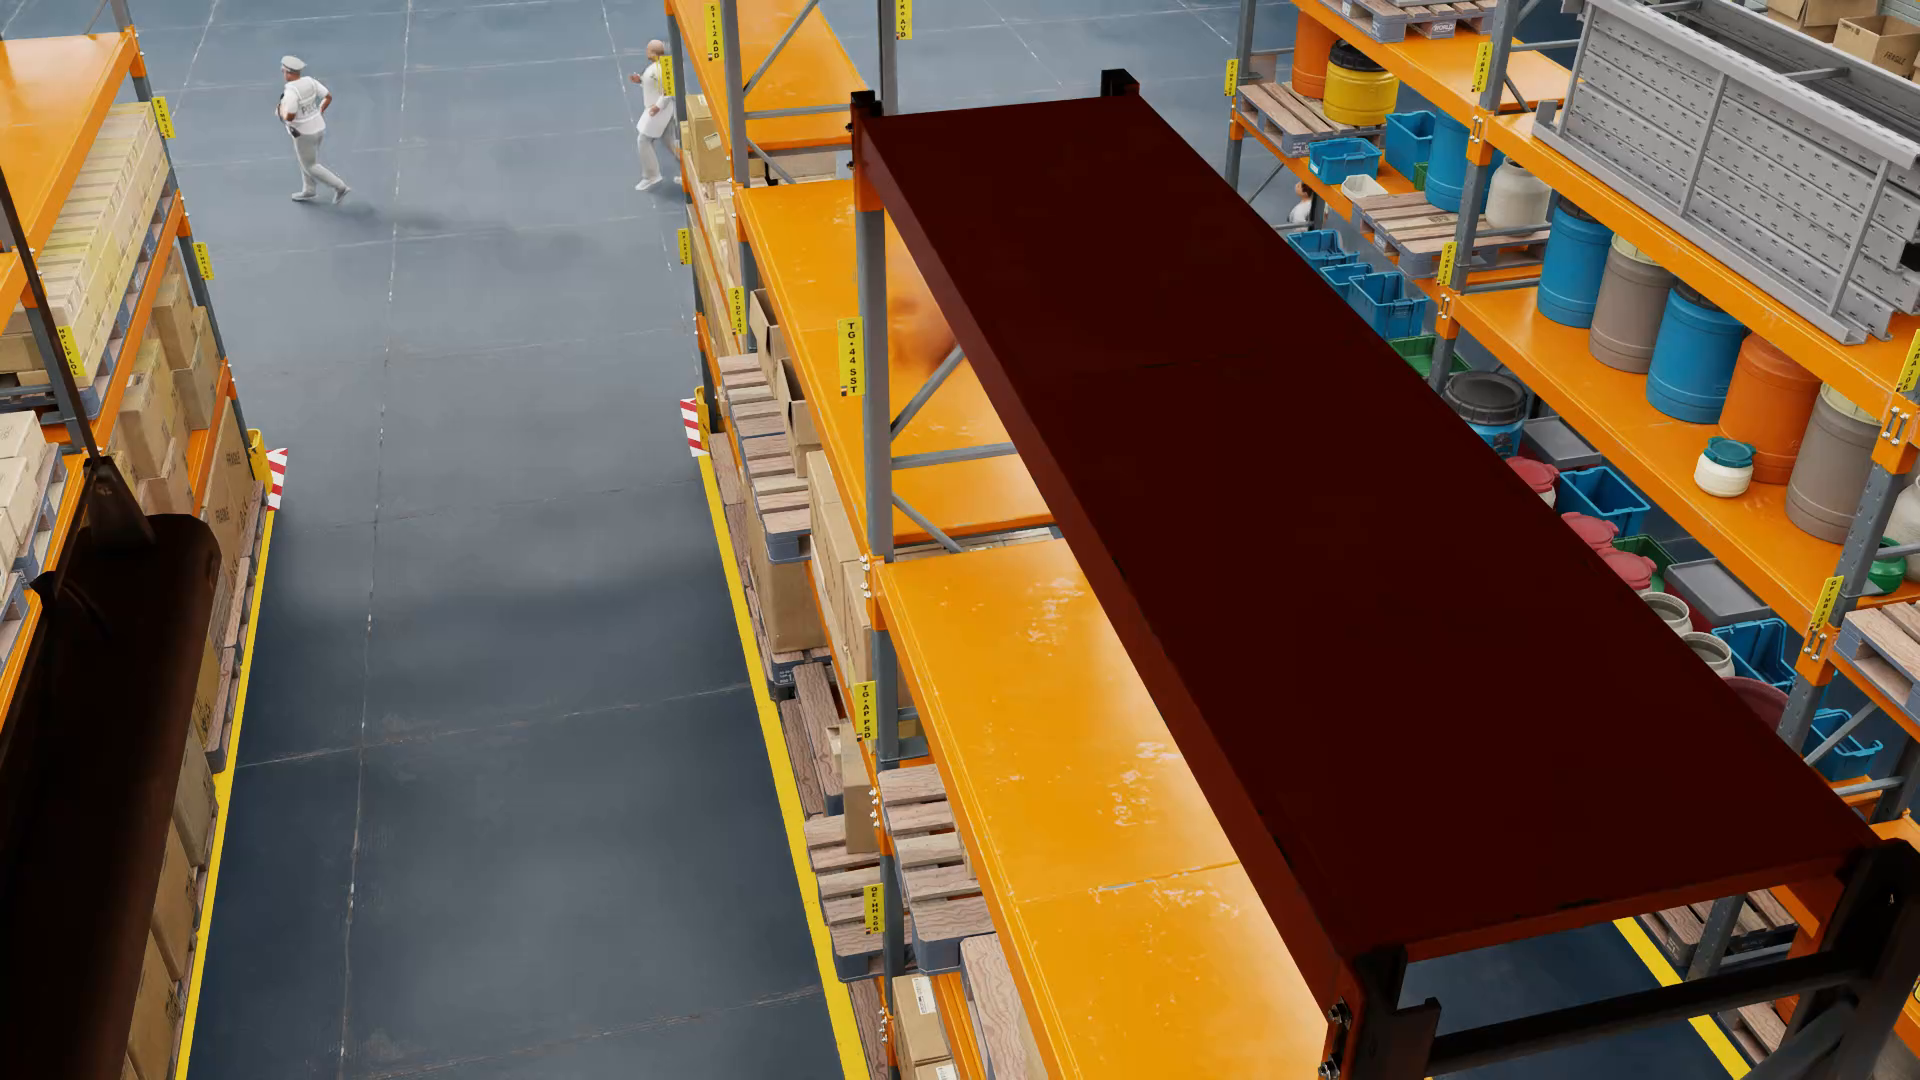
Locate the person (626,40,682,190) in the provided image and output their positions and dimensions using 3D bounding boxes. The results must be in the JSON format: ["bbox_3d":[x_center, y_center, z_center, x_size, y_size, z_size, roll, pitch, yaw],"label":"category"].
[{"bbox_3d":[-3.566,-5.072,19.903,0.832,1.831,0.685,6,35,8],"label":"person"}]

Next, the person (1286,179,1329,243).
[{"bbox_3d":[3.543,-2.993,17.033,0.551,1.614,0.627,20,39,27],"label":"person"}]

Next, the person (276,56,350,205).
[{"bbox_3d":[-7.655,-4.788,19.496,0.869,1.763,0.678,7,35,9],"label":"person"}]
